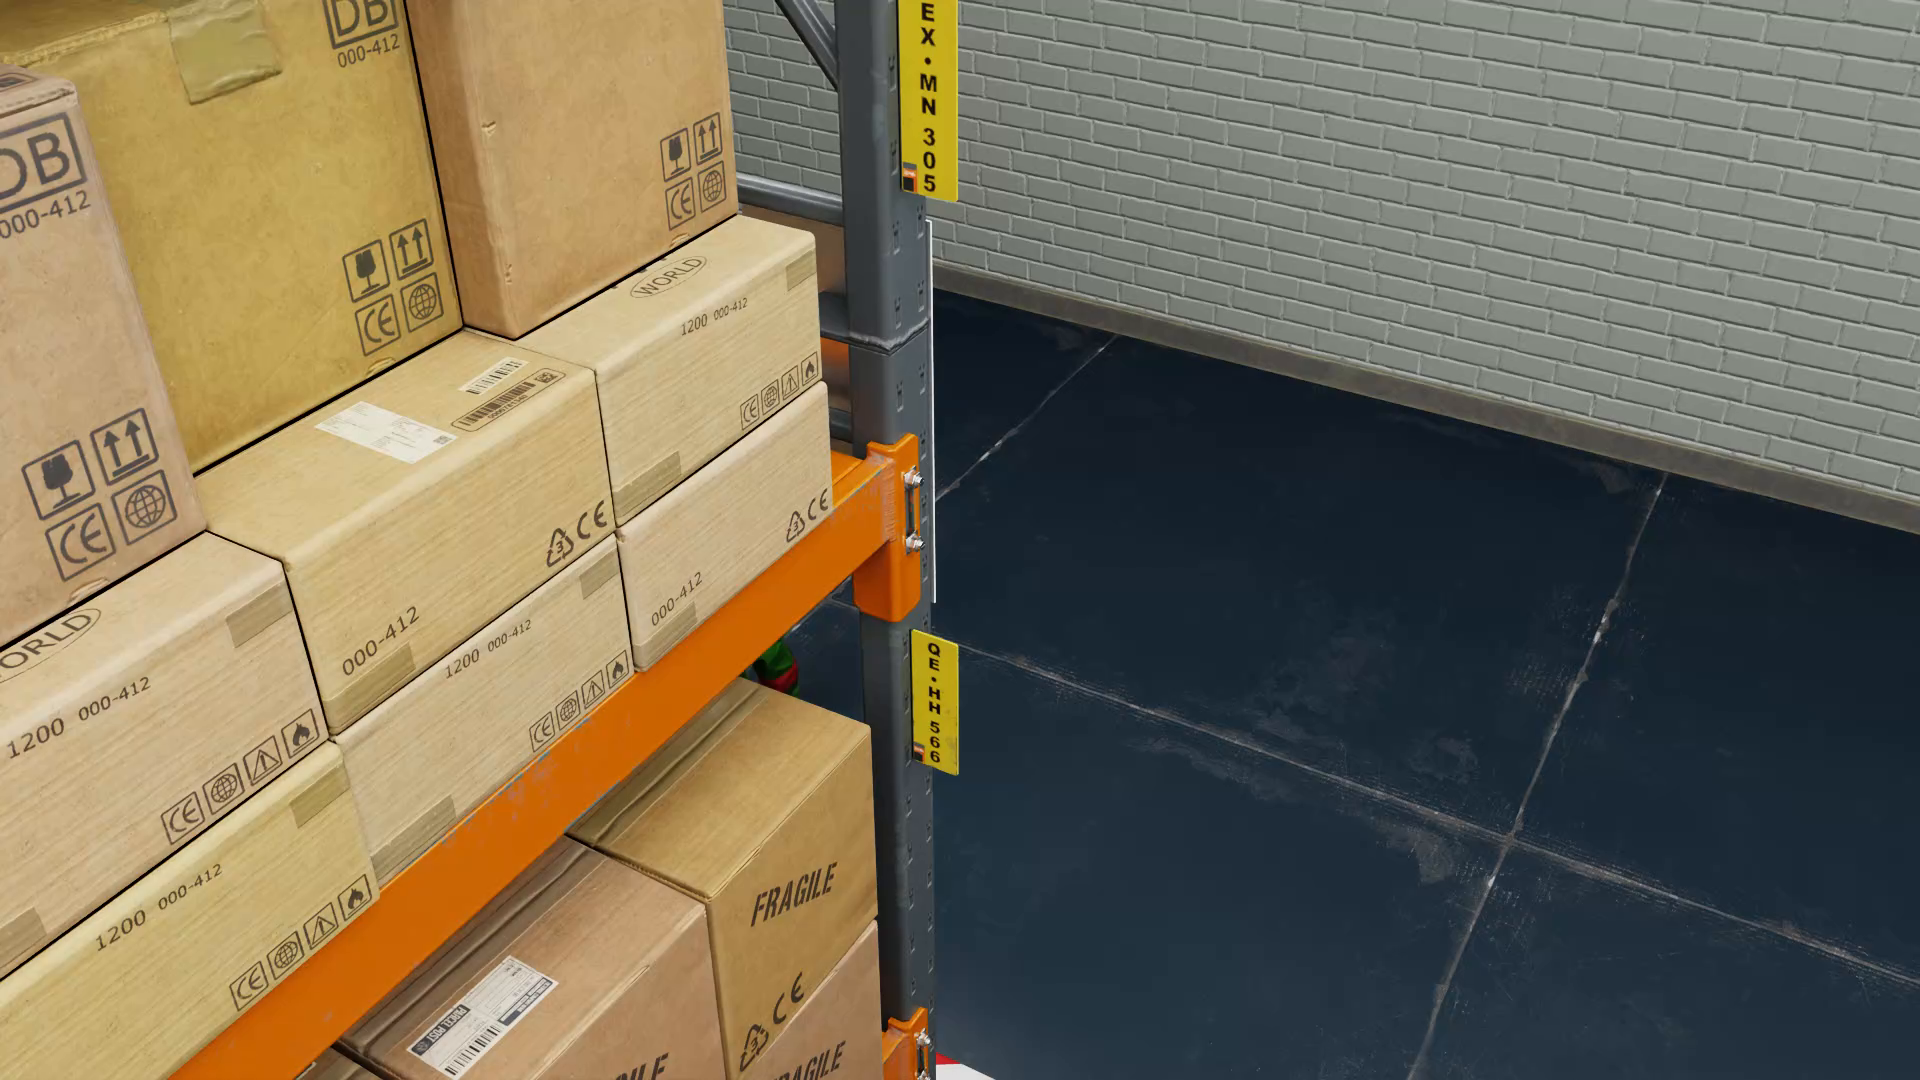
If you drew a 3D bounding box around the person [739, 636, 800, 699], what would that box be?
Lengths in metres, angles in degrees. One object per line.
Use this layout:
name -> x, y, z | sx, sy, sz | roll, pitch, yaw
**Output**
person -> -0.943, 0.302, 6.125 | 0.493, 1.159, 0.949 | 17, 37, 23
